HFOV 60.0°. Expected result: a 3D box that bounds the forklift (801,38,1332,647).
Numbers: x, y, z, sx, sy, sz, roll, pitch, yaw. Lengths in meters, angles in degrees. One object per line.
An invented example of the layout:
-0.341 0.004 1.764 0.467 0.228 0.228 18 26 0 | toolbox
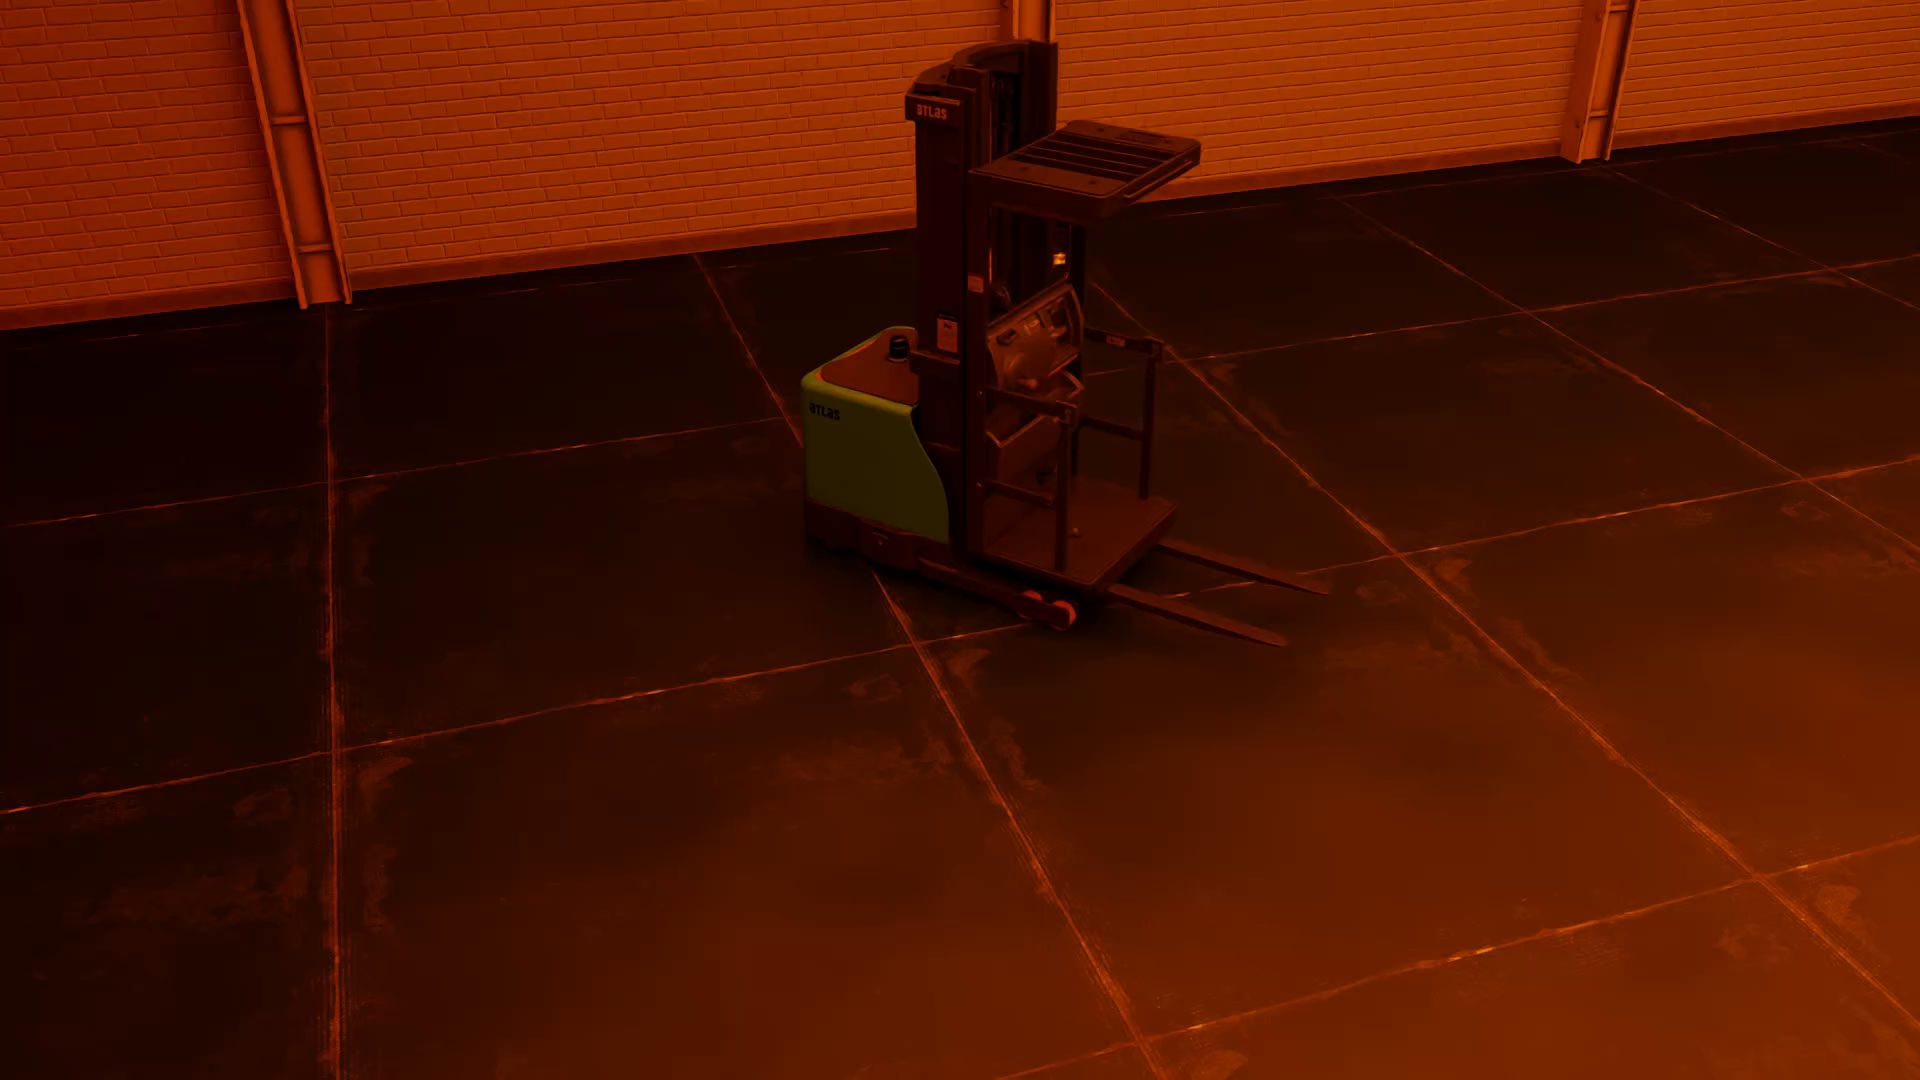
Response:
0.588 -1.073 8.952 3.031 2.935 1.130 18 34 28 | forklift

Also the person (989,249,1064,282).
0.410 -1.349 10.838 0.730 1.537 1.087 2 30 3 | person
